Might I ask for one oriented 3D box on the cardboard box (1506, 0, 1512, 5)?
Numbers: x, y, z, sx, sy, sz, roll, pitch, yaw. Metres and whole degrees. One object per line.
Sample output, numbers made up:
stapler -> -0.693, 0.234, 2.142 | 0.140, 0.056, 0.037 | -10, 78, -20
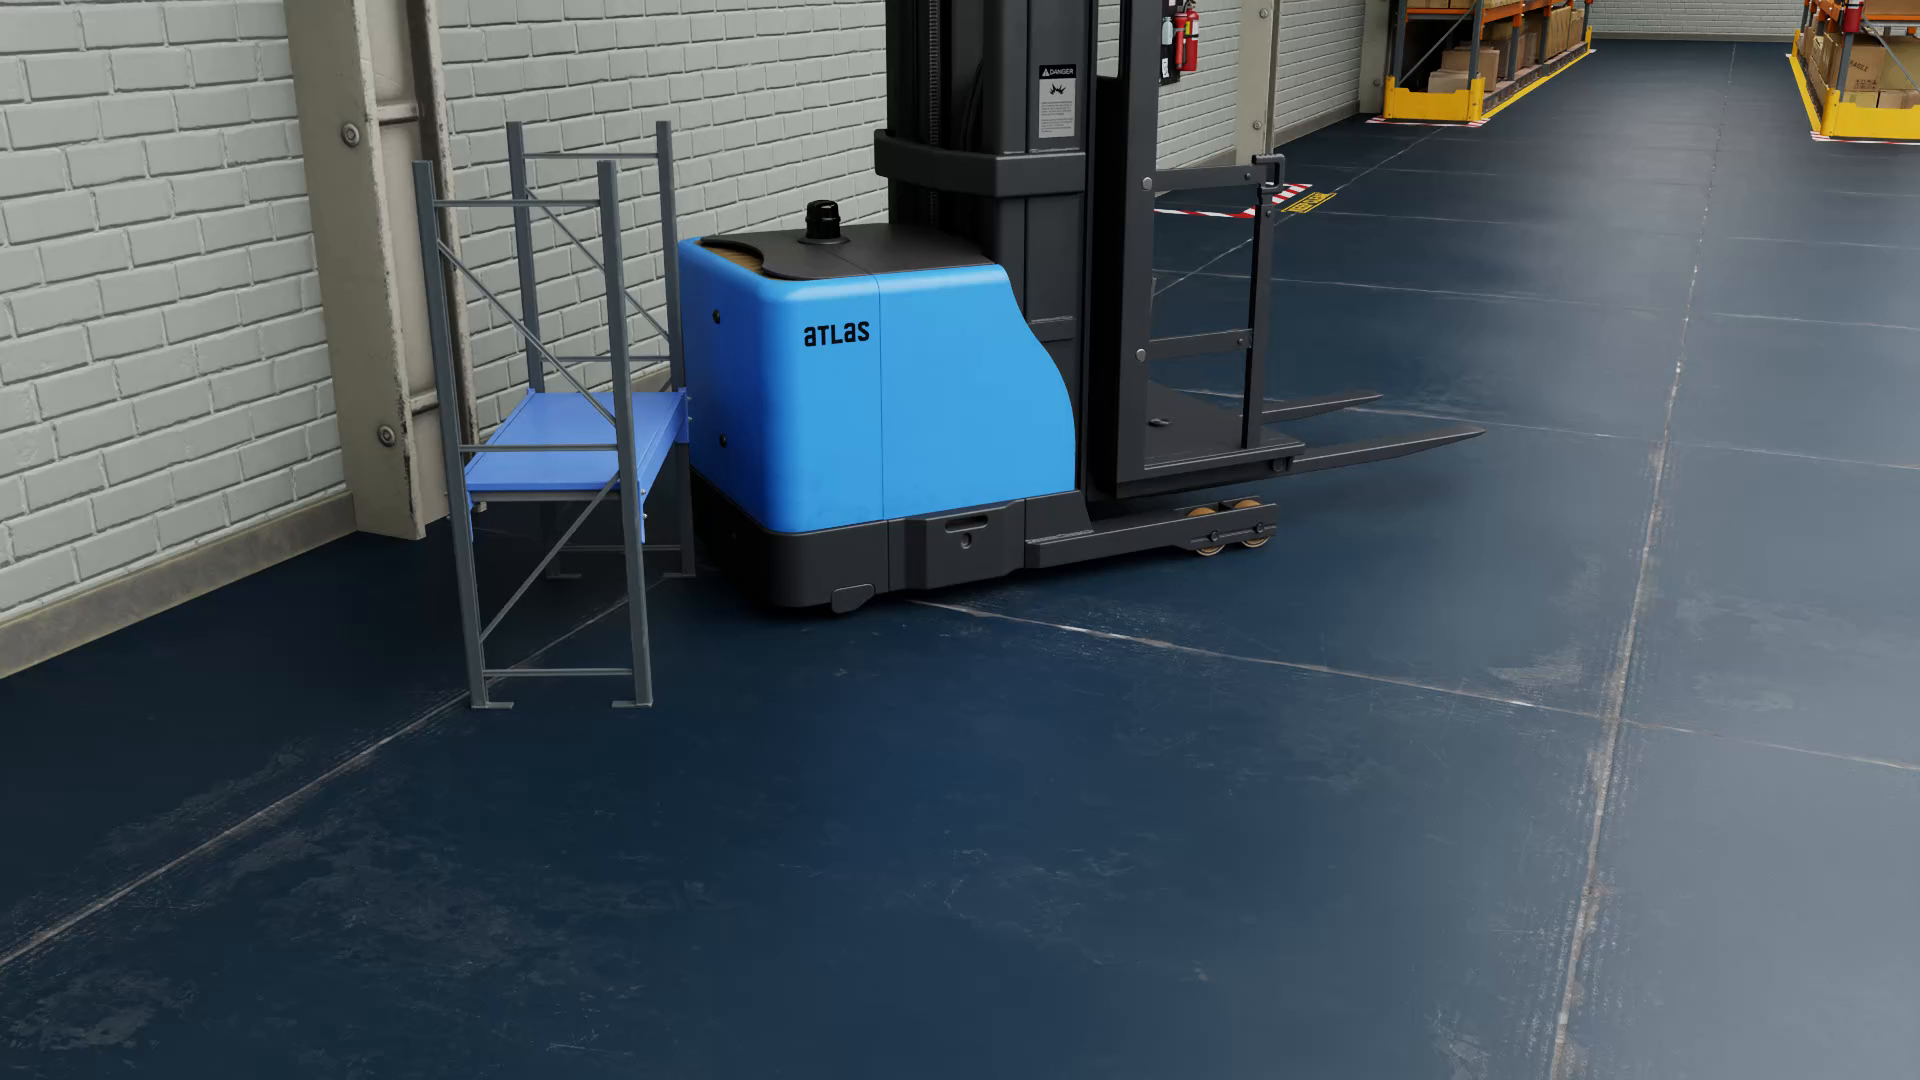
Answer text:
cardboard box -> 6.976, -7.177, 21.868 | 0.500, 0.250, 0.500 | 9, 21, 23

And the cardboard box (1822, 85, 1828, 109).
cardboard box -> 10.528, -5.246, 19.720 | 0.500, 0.250, 0.500 | 9, 21, 23

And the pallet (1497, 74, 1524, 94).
pallet -> 7.819, -6.810, 24.803 | 1.003, 0.211, 1.213 | 9, 21, 23

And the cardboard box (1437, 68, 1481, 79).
cardboard box -> 6.462, -5.977, 21.655 | 0.500, 0.311, 0.500 | 11, 22, 27

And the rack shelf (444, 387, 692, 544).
rack shelf -> -1.128, -0.241, 4.946 | 0.538, 0.185, 1.000 | -1, 20, -2

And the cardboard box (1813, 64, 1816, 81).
cardboard box -> 12.345, -6.587, 23.491 | 0.500, 0.250, 0.500 | 9, 21, 24

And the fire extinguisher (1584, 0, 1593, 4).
fire extinguisher -> 12.898, -11.325, 34.008 | 0.296, 0.674, 0.183 | 9, 21, 23

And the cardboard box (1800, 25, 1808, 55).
cardboard box -> 15.273, -8.896, 29.579 | 0.500, 0.500, 0.500 | 9, 21, 23

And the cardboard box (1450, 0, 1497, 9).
cardboard box -> 6.353, -6.708, 20.547 | 0.500, 0.250, 0.500 | 8, 21, 21

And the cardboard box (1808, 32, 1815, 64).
cardboard box -> 14.041, -7.936, 26.881 | 0.500, 0.500, 0.500 | 8, 21, 21

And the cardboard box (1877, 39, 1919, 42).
cardboard box -> 11.424, -5.832, 20.248 | 0.500, 0.500, 0.500 | 9, 21, 23

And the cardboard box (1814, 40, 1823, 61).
cardboard box -> 12.550, -7.002, 23.822 | 0.500, 0.311, 0.500 | 8, 21, 22

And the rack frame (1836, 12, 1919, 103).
rack frame -> 10.384, -5.985, 18.320 | 1.000, 3.000, 0.127 | 9, 21, 23

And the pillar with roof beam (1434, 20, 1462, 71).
pillar with roof beam -> 11.745, -11.066, 23.655 | 9.100, 9.000, 0.400 | 9, 21, 23

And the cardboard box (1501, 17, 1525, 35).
cardboard box -> 8.602, -8.099, 26.219 | 0.500, 0.250, 0.500 | 9, 21, 24

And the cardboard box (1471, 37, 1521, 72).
cardboard box -> 8.199, -7.458, 25.537 | 0.700, 0.500, 0.500 | 9, 21, 23

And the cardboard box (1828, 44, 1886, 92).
cardboard box -> 10.332, -5.445, 19.161 | 0.500, 0.500, 0.500 | 9, 21, 23

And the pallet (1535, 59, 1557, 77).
pallet -> 9.531, -8.026, 28.221 | 1.003, 0.211, 1.213 | 9, 21, 23

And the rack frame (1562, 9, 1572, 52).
rack frame -> 10.777, -10.331, 30.543 | 1.000, 3.000, 0.127 | 9, 21, 23

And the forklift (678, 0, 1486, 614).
forklift -> 0.557, -1.474, 5.738 | 3.031, 2.935, 1.130 | -9, 22, -25

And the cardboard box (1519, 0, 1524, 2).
cardboard box -> 7.584, -7.638, 23.164 | 0.500, 0.250, 0.500 | 9, 21, 23

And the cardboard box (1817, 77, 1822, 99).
cardboard box -> 11.137, -5.705, 21.012 | 0.500, 0.250, 0.500 | 9, 21, 23

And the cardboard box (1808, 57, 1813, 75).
cardboard box -> 12.973, -7.059, 24.818 | 0.500, 0.250, 0.500 | 8, 21, 21

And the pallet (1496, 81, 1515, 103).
pallet -> 7.259, -6.362, 23.543 | 1.003, 0.211, 1.213 | 9, 21, 23

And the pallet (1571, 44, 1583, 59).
pallet -> 11.658, -9.614, 32.686 | 1.003, 0.211, 1.213 | 9, 21, 23

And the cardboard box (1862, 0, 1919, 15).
cardboard box -> 10.587, -6.173, 18.700 | 0.700, 0.500, 0.500 | 9, 21, 23

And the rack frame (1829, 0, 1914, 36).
rack frame -> 12.022, -7.207, 21.758 | 1.000, 3.000, 0.127 | 9, 21, 23

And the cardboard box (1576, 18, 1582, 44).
cardboard box -> 12.015, -10.194, 33.259 | 0.700, 0.500, 0.500 | 8, 21, 23

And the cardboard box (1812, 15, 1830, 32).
cardboard box -> 14.263, -8.462, 27.242 | 0.500, 0.250, 0.500 | 8, 21, 22

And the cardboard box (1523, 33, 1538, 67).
cardboard box -> 8.892, -7.911, 26.811 | 0.700, 0.500, 0.500 | 9, 21, 23

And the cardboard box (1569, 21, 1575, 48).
cardboard box -> 11.386, -9.719, 31.925 | 0.700, 0.500, 0.500 | 8, 21, 22

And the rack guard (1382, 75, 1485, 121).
rack guard -> 5.895, -5.509, 20.712 | 1.175, 0.500, 0.348 | 9, 21, 23

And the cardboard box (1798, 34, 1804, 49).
cardboard box -> 16.045, -9.354, 31.243 | 0.500, 0.250, 0.500 | 9, 21, 23

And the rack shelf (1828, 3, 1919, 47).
rack shelf -> 11.203, -6.257, 20.160 | 1.077, 0.370, 4.000 | 9, 21, 23

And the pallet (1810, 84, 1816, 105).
pallet -> 12.288, -6.124, 22.874 | 1.003, 0.211, 1.213 | 9, 21, 23

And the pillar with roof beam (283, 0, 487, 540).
pillar with roof beam -> 1.918, -3.729, 3.025 | 9.100, 9.000, 0.400 | 9, 21, 23

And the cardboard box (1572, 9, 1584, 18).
cardboard box -> 12.230, -10.510, 33.180 | 0.380, 0.149, 0.250 | 9, 22, 24

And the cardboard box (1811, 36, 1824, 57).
cardboard box -> 13.178, -7.477, 25.156 | 0.500, 0.311, 0.500 | 9, 22, 25

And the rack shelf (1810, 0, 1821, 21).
rack shelf -> 14.479, -8.703, 27.036 | 1.077, 0.370, 4.000 | 9, 21, 23

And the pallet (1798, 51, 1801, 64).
pallet -> 16.079, -8.923, 30.745 | 1.003, 0.211, 1.213 | 9, 21, 23

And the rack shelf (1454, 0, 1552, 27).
rack shelf -> 8.320, -8.158, 25.506 | 1.077, 0.370, 4.000 | 9, 21, 23

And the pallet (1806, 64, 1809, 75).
pallet -> 14.501, -7.711, 27.336 | 1.003, 0.211, 1.213 | 9, 21, 23

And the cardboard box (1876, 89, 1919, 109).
cardboard box -> 10.807, -5.020, 19.086 | 0.500, 0.250, 0.500 | 9, 21, 23

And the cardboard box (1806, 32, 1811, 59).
cardboard box -> 14.670, -8.403, 28.196 | 0.500, 0.500, 0.500 | 9, 21, 23

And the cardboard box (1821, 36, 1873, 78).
cardboard box -> 11.137, -6.059, 20.886 | 0.500, 0.500, 0.500 | 9, 21, 23

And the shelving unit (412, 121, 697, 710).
shelving unit -> -1.128, -0.411, 4.885 | 0.538, 1.500, 1.048 | -1, 20, -2

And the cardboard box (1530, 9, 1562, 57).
cardboard box -> 9.925, -8.767, 28.727 | 0.750, 0.750, 0.750 | 8, 21, 22

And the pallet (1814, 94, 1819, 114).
pallet -> 11.658, -5.656, 21.558 | 1.003, 0.211, 1.213 | 9, 21, 23

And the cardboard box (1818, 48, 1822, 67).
cardboard box -> 11.927, -6.537, 22.514 | 0.500, 0.311, 0.500 | 9, 21, 23

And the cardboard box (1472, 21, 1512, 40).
cardboard box -> 7.965, -7.631, 24.905 | 0.500, 0.250, 0.500 | 8, 21, 22
